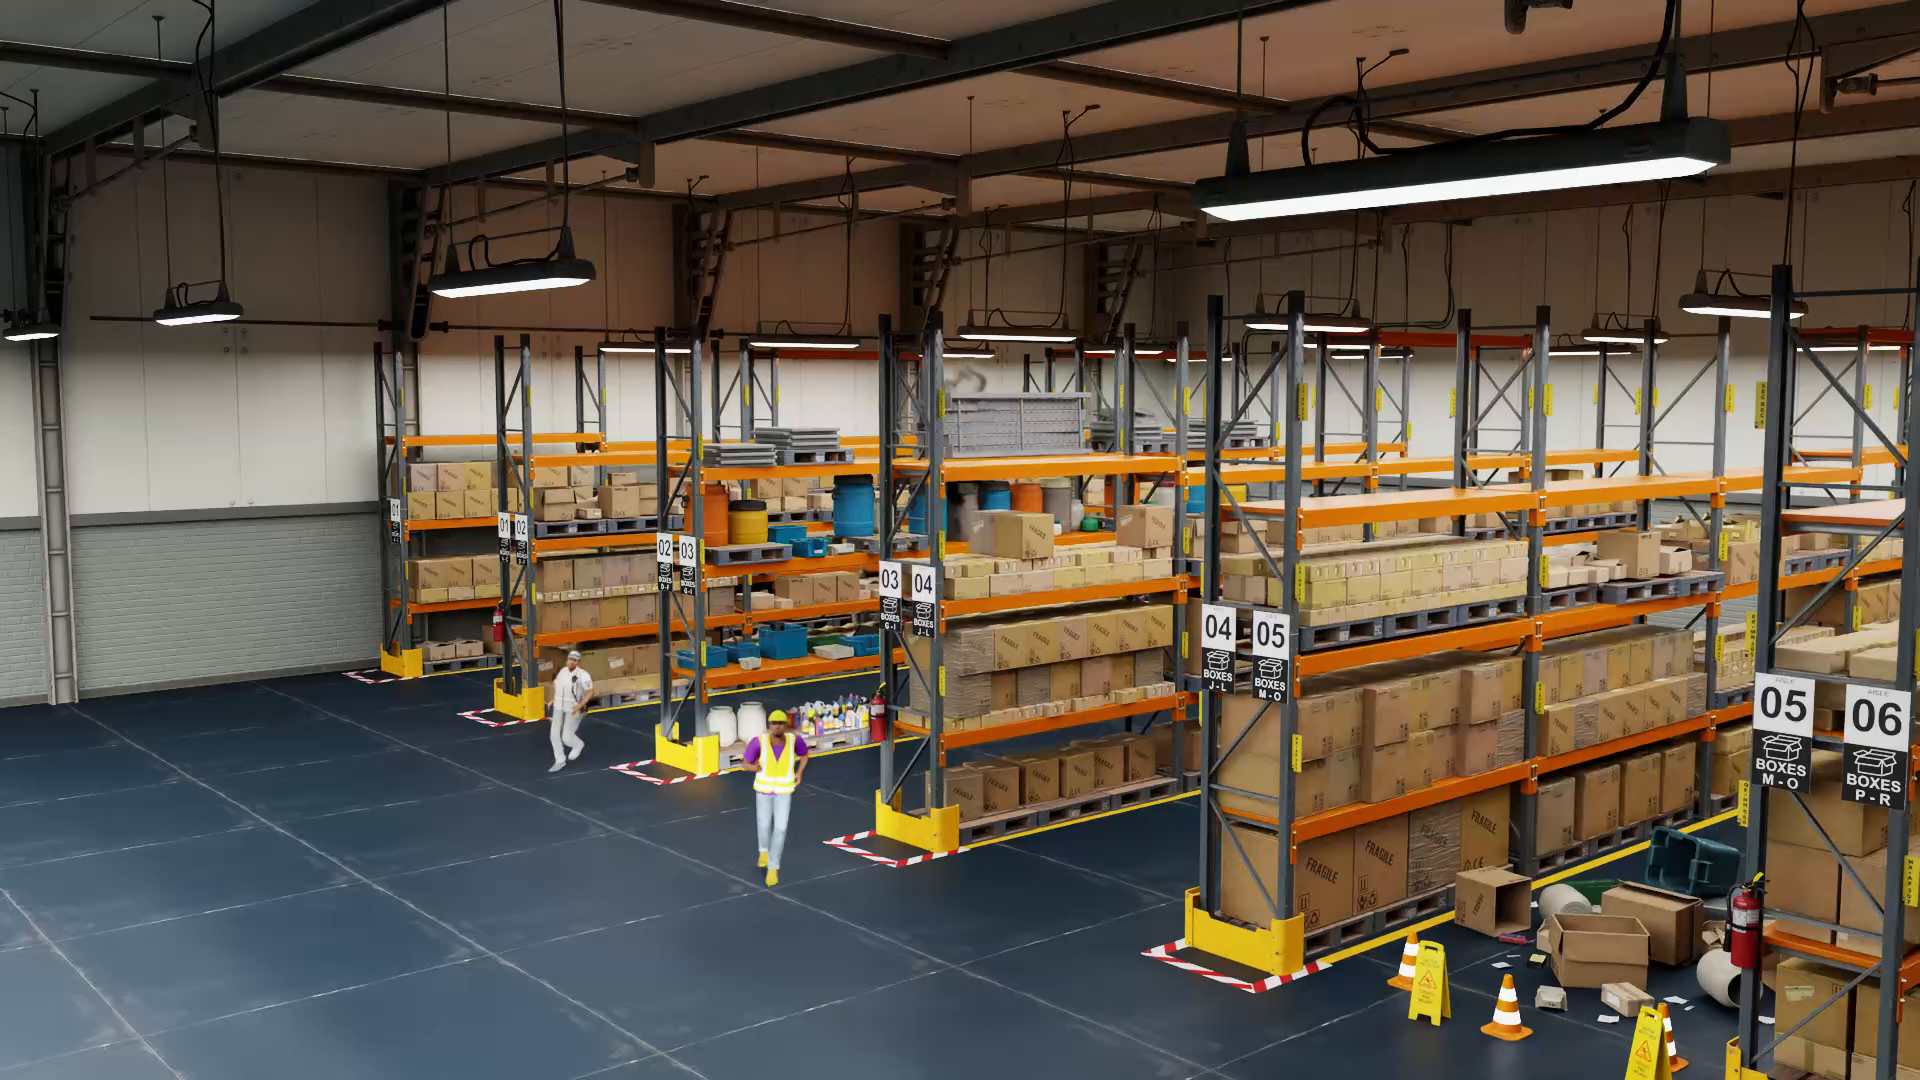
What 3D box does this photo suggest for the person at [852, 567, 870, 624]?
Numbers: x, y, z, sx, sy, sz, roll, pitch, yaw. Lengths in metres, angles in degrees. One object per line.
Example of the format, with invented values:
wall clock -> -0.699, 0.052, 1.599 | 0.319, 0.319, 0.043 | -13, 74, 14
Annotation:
person -> -1.908, 1.361, 32.554 | 0.634, 1.680, 0.769 | 5, 7, 43

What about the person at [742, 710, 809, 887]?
person -> -1.953, 2.687, 17.612 | 0.696, 1.820, 0.804 | 0, 5, -3

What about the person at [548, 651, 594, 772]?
person -> -5.283, 2.310, 22.656 | 0.658, 1.632, 0.599 | 2, 5, 17
